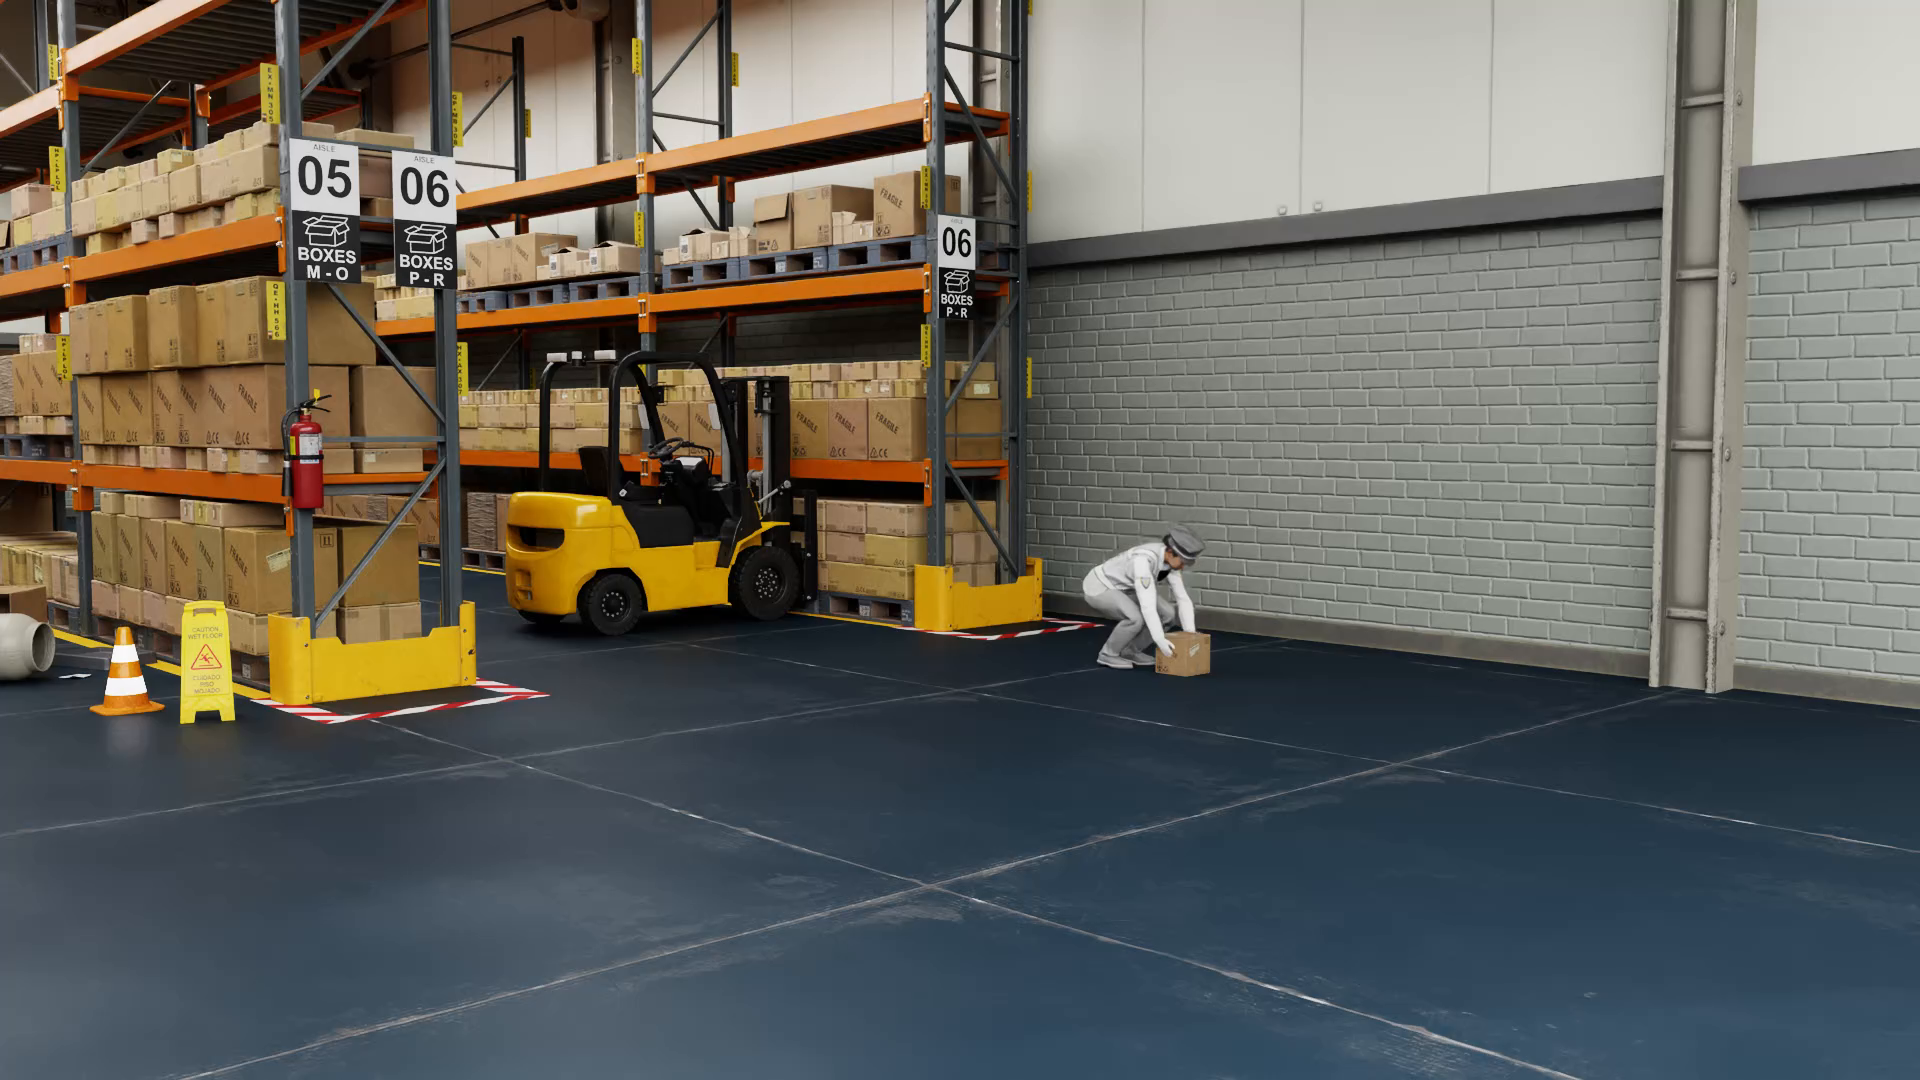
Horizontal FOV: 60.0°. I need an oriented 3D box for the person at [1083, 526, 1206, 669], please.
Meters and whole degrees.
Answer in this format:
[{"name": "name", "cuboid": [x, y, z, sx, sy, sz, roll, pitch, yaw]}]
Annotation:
[{"name": "person", "cuboid": [1.217, 0.372, 10.922, 0.492, 0.946, 0.850, -4, 6, -44]}]
